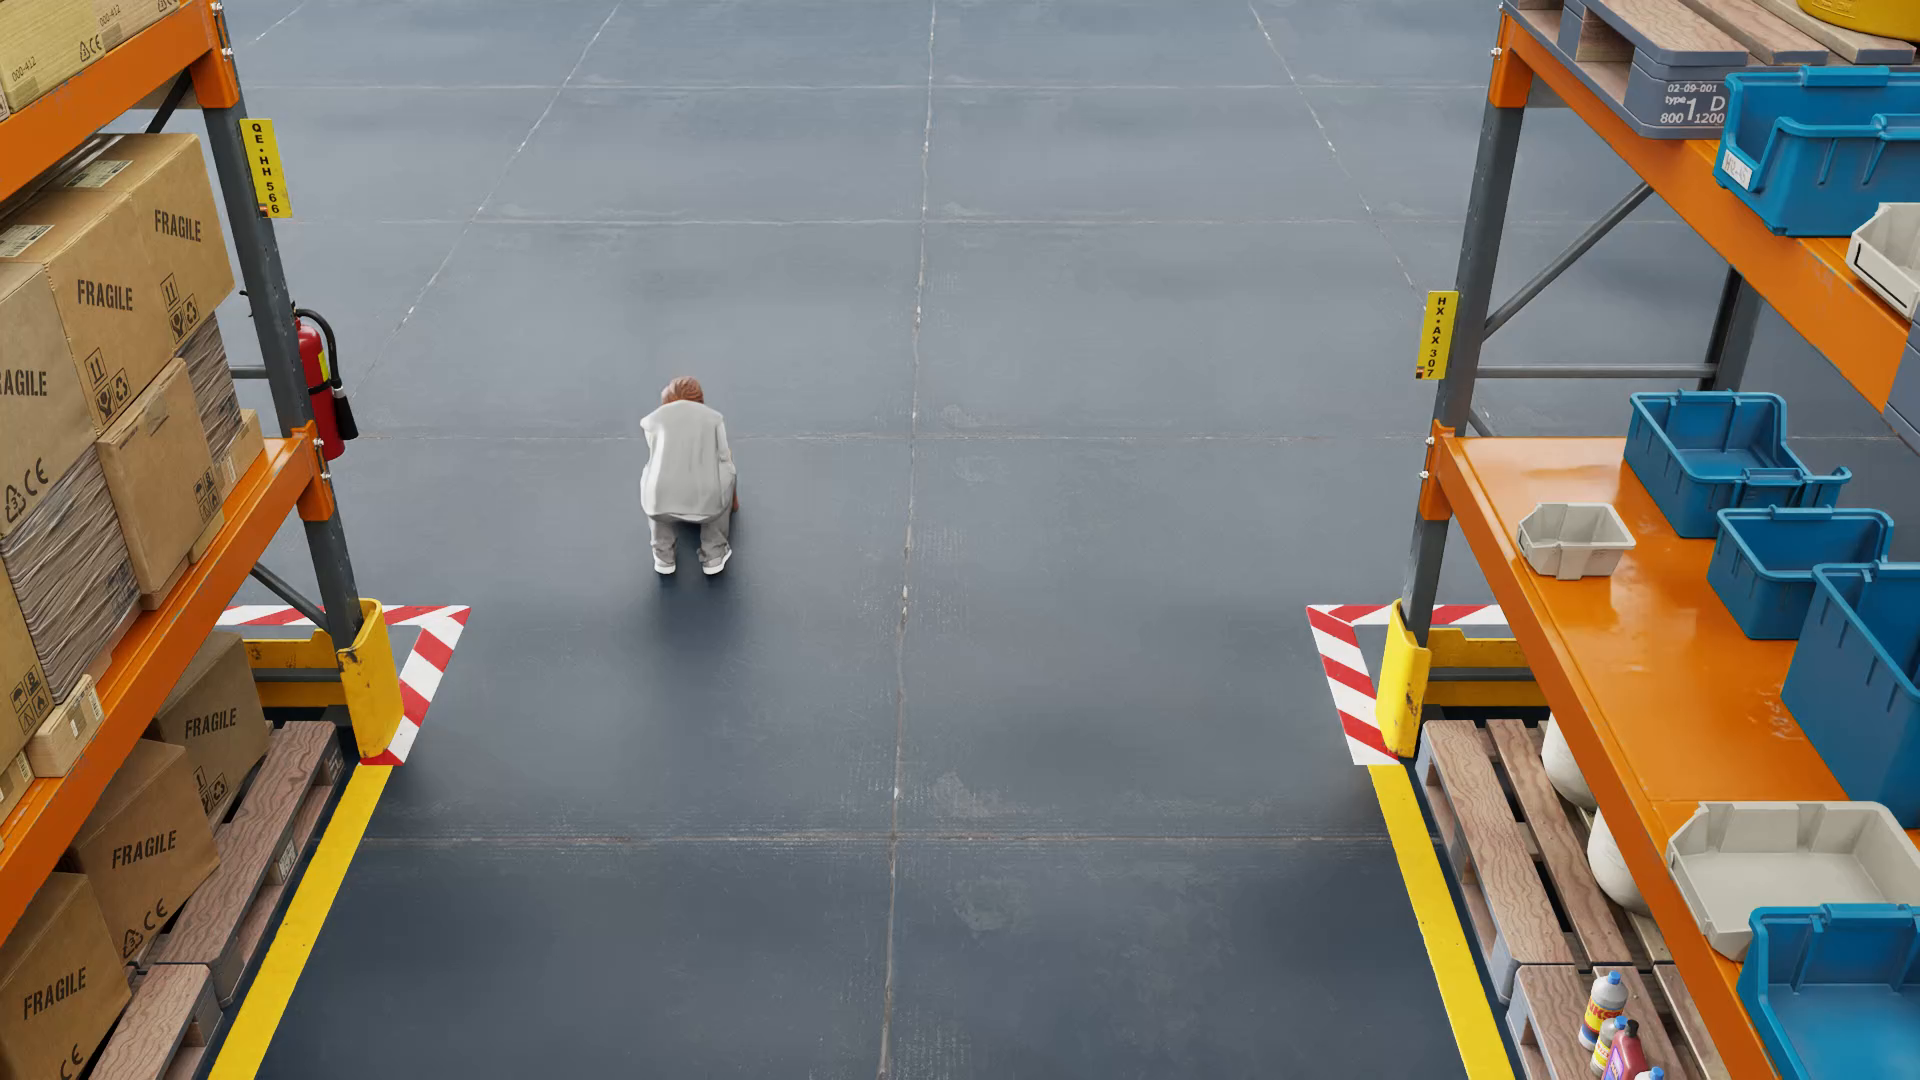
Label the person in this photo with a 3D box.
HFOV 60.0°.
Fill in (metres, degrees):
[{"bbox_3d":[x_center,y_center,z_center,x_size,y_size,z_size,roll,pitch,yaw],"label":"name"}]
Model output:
[{"bbox_3d":[-1.218,-0.584,7.072,0.444,1.603,0.397,-1,32,-1],"label":"person"}]
